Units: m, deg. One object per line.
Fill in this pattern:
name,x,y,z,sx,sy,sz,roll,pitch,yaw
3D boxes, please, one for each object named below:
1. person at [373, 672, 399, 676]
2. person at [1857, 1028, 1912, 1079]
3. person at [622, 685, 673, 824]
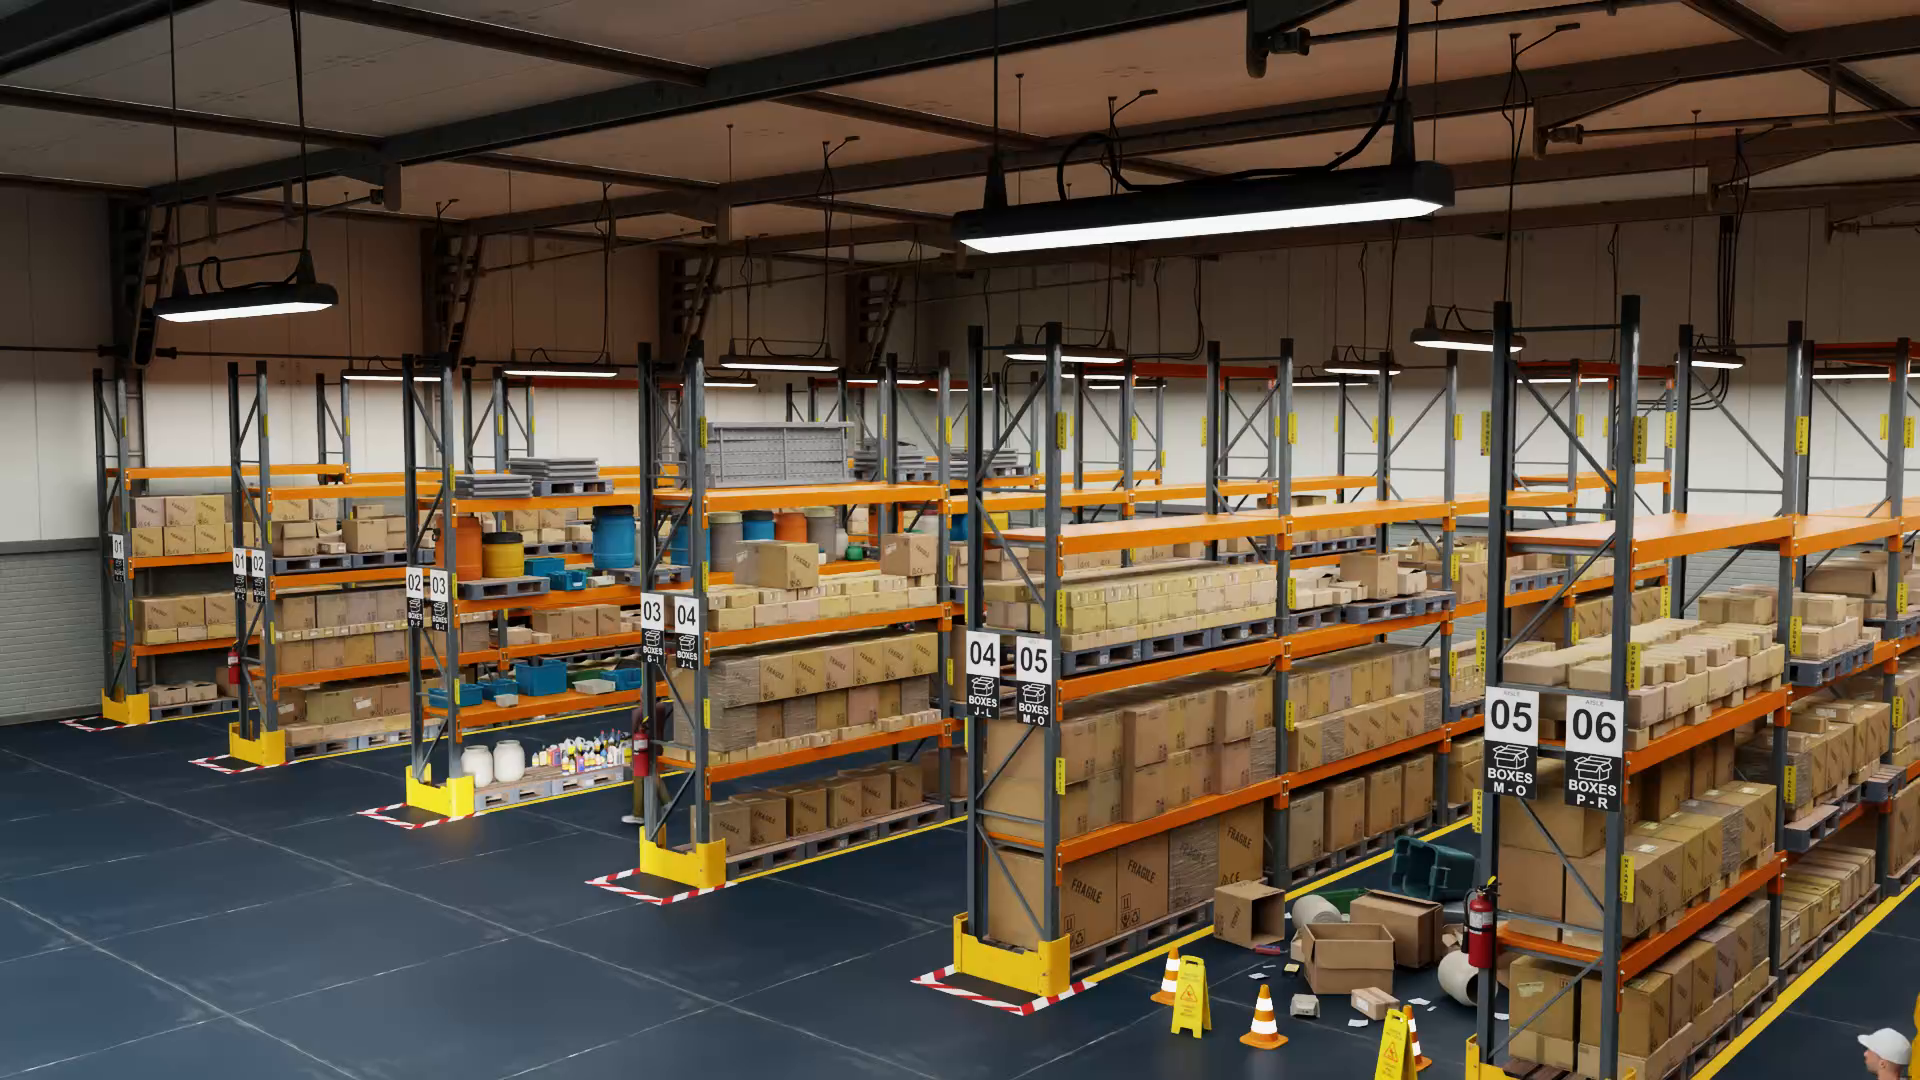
person,-9.872,2.165,28.631,0.603,1.793,0.405,-4,6,-42
person,5.158,3.601,9.250,0.899,1.774,0.507,2,5,24
person,-3.981,2.713,21.205,0.549,1.804,0.589,3,5,32
